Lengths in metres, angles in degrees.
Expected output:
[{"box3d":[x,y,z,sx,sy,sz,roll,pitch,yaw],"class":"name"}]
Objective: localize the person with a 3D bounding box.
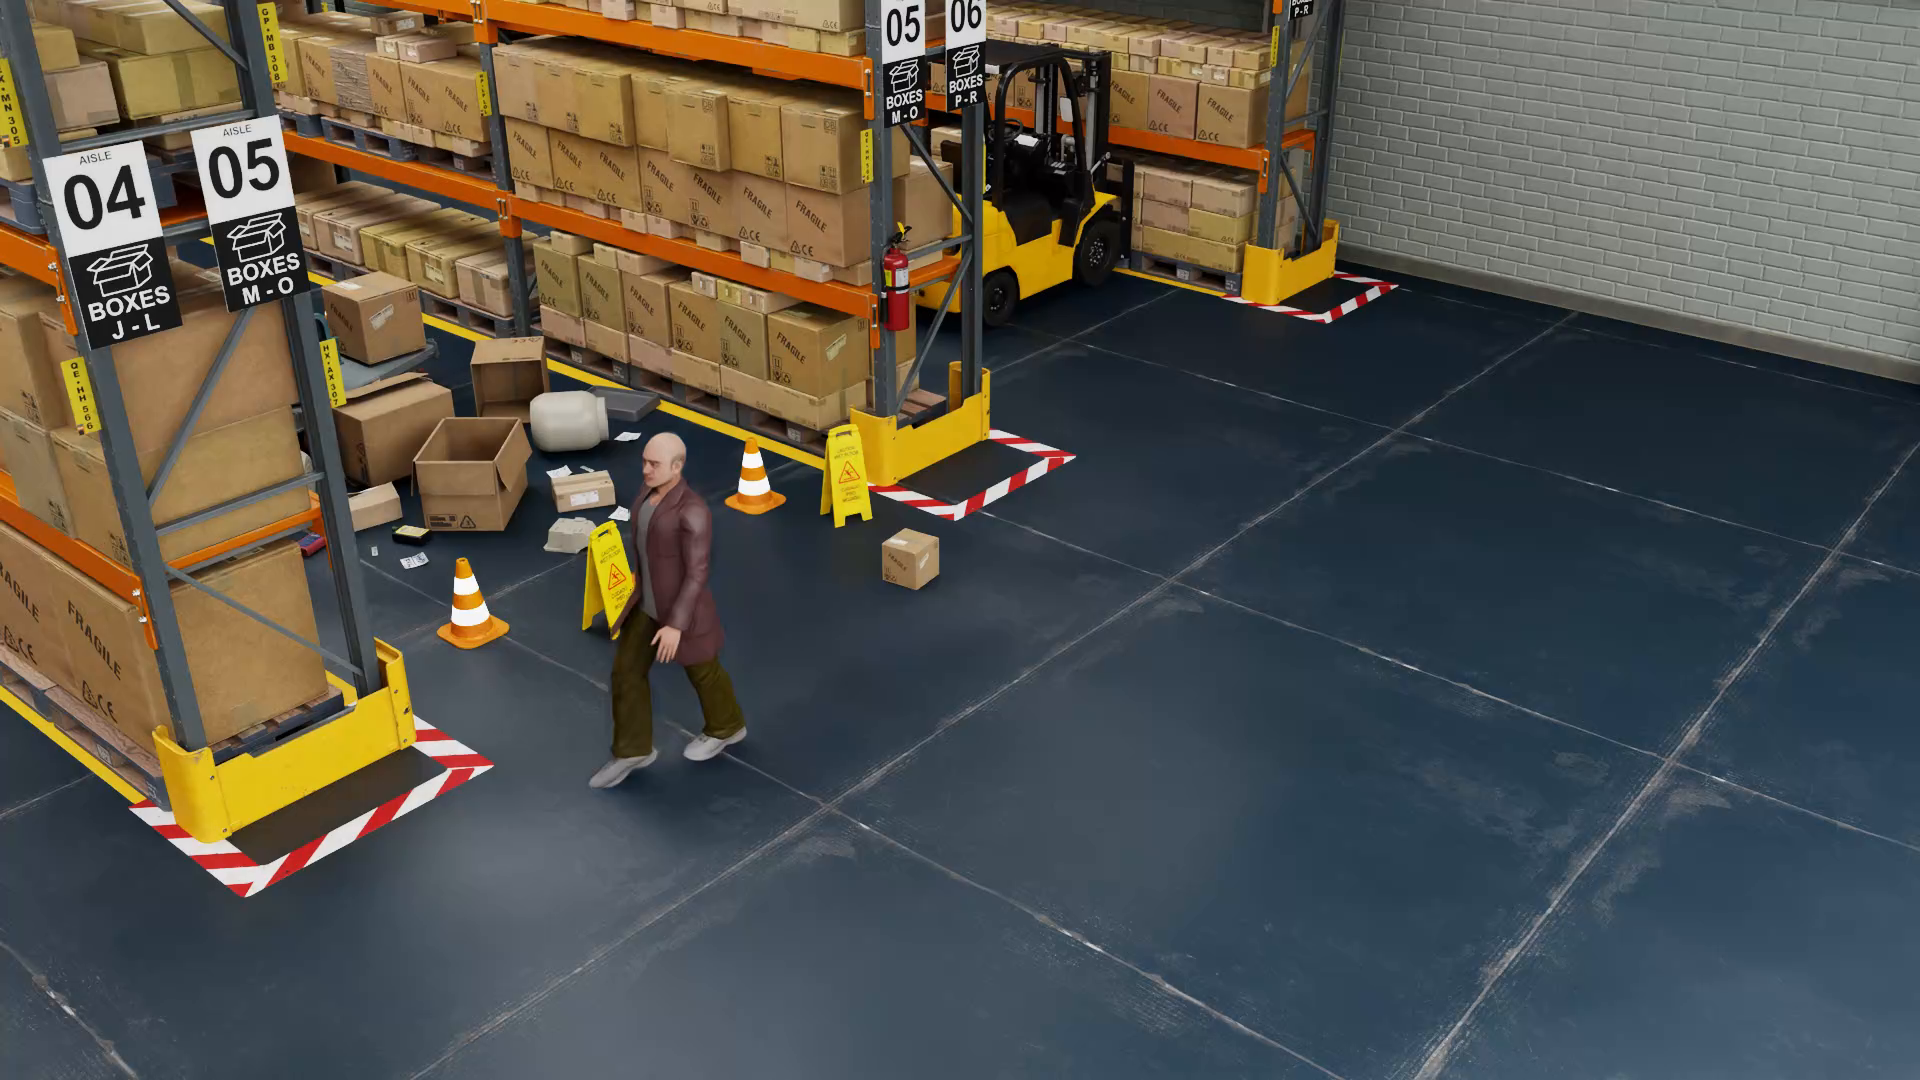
[{"box3d":[-1.423,0.356,7.941,0.815,1.810,0.627,-24,36,-39],"class":"person"}]
